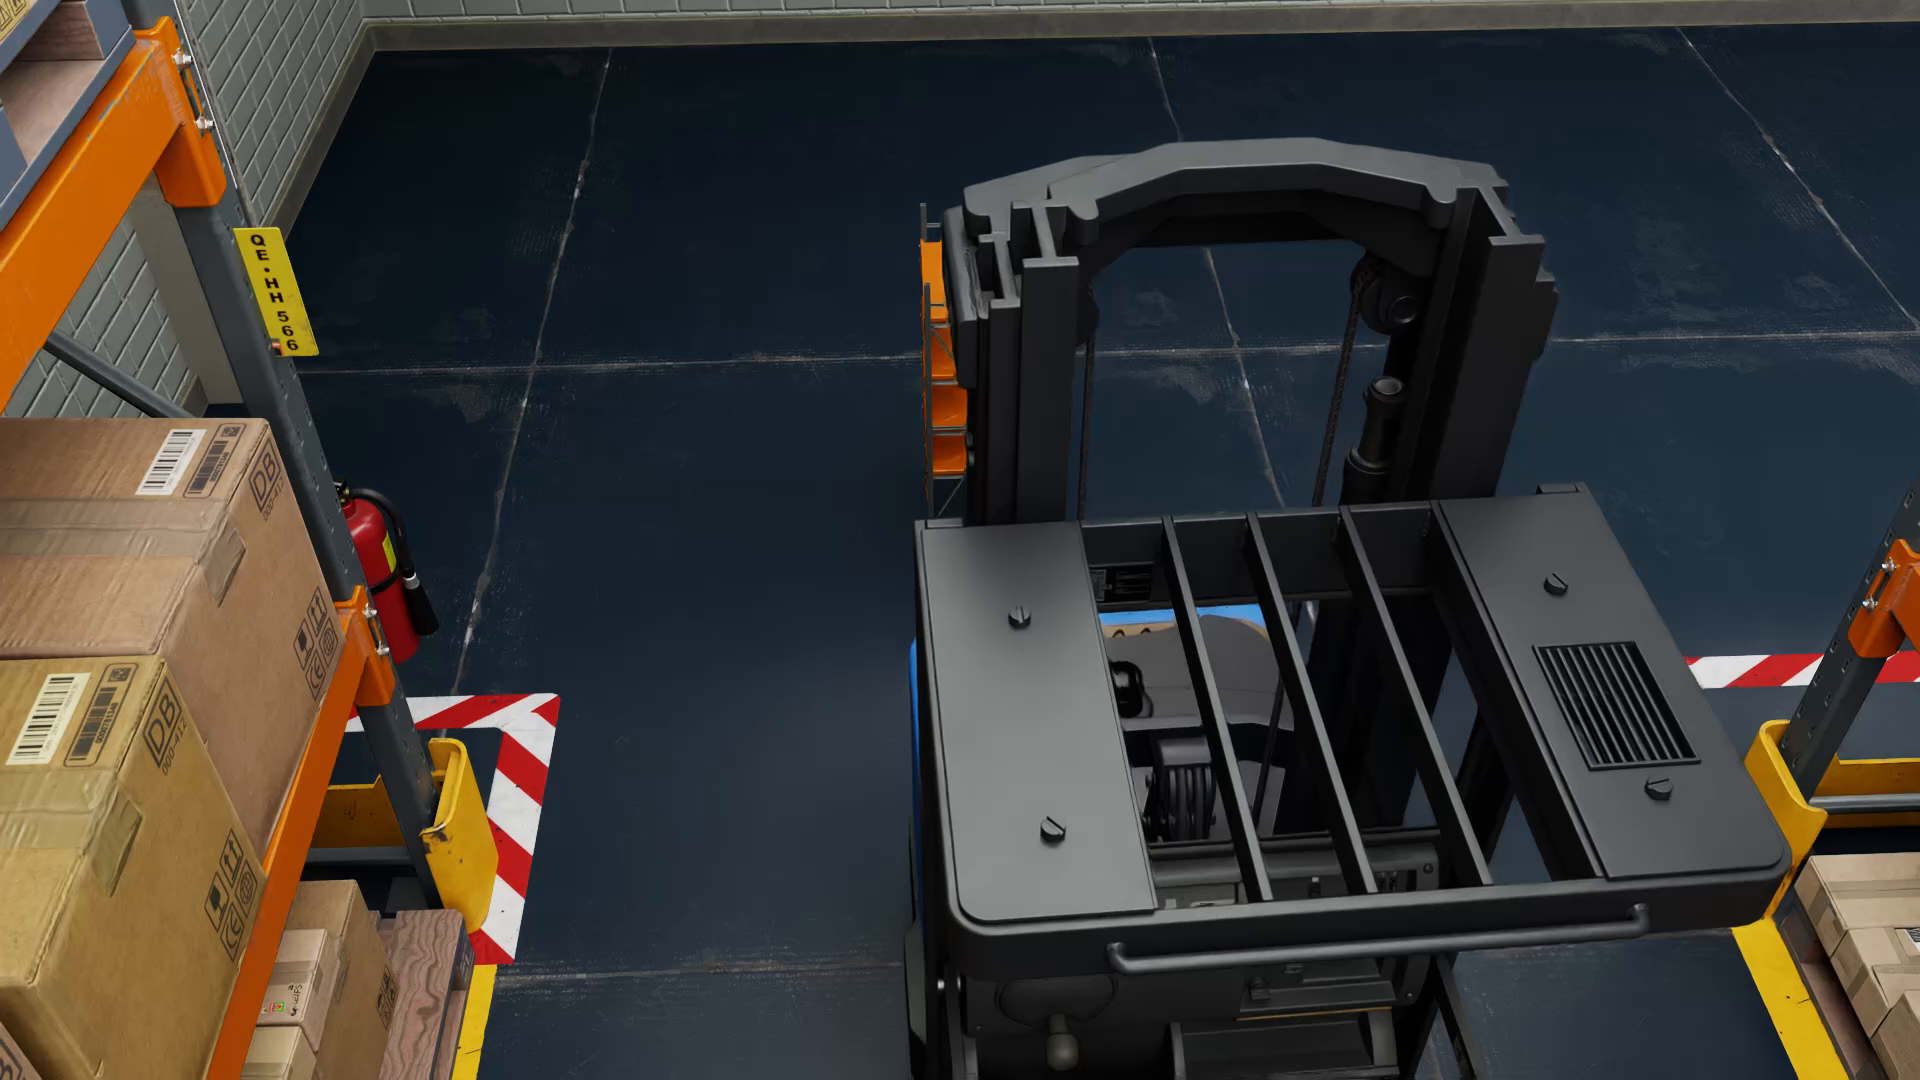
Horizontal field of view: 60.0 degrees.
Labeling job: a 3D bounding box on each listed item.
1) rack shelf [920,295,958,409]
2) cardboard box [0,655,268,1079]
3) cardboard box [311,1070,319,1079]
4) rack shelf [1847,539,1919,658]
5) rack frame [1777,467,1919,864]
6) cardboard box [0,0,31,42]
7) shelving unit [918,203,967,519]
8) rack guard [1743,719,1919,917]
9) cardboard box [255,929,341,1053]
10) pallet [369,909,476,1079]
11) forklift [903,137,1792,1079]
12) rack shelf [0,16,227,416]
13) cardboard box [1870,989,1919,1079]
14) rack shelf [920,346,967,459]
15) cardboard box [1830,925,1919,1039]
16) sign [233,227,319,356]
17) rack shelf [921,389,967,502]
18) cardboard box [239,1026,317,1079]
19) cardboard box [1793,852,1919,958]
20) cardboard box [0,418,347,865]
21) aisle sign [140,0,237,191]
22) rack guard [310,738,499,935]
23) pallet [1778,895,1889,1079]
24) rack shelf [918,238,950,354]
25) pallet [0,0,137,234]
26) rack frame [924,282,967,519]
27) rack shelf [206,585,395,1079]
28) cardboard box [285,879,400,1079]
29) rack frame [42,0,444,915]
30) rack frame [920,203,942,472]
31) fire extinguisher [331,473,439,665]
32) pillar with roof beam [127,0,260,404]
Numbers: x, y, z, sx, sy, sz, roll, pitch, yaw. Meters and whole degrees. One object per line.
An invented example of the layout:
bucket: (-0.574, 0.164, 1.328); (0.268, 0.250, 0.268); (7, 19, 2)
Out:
rack shelf: (-0.007, -0.669, 5.861); (0.258, 0.148, 0.480); (-2, 43, -2)
cardboard box: (-1.940, 0.715, 3.028); (0.980, 0.700, 0.700); (-2, 43, -2)
cardboard box: (-1.862, 1.565, 3.862); (0.700, 0.500, 0.500); (-2, 43, -2)
rack shelf: (3.021, 1.462, 2.968); (1.077, 0.370, 4.000); (-2, 43, -2)
rack frame: (2.936, -0.154, 4.198); (1.000, 3.000, 0.127); (-2, 43, -2)
cardboard box: (-1.717, -0.764, 2.370); (0.500, 0.250, 0.500); (0, 43, 0)
shelving unit: (-0.007, -0.554, 5.966); (0.258, 1.200, 0.503); (-2, 43, -2)
rack guard: (2.939, 0.819, 4.986); (1.175, 0.500, 0.348); (-2, 43, -2)
cardboard box: (-1.696, 1.070, 3.922); (0.380, 0.149, 0.250); (-2, 43, -2)
pallet: (-1.901, 1.557, 4.396); (1.003, 0.211, 1.213); (-2, 43, -2)
forklift: (0.492, 0.900, 3.099); (1.130, 2.935, 3.031); (-3, 43, -4)
rack shelf: (-1.928, 0.501, 1.796); (1.077, 0.370, 4.000); (-2, 43, -2)
cardboard box: (2.697, 1.411, 4.200); (0.500, 0.250, 0.500); (-2, 43, -2)
rack shelf: (-0.007, -0.504, 6.012); (0.258, 0.148, 0.480); (-2, 43, -2)
cardboard box: (2.621, 1.190, 4.503); (0.380, 0.166, 0.250); (-2, 43, -2)
sign: (-1.471, -0.529, 3.575); (0.100, 0.325, 0.005); (-2, 43, -2)
rack shelf: (-0.007, -0.358, 6.146); (0.258, 0.148, 0.480); (-2, 43, -2)
cardboard box: (-1.685, 1.242, 3.734); (0.380, 0.149, 0.250); (-1, 43, -1)
cardboard box: (2.610, 1.028, 4.693); (0.380, 0.149, 0.250); (-2, 43, -2)
cardboard box: (-1.982, 0.225, 3.563); (0.980, 0.700, 0.700); (0, 43, 0)
aisle sign: (-1.717, -1.024, 3.224); (0.394, 0.787, 0.004); (-2, 43, -2)
rack guard: (-2.014, 0.896, 4.902); (1.175, 0.500, 0.348); (-2, 43, -2)
pallet: (2.974, 1.464, 4.497); (1.003, 0.211, 1.213); (-2, 43, -2)
rack shelf: (-0.007, -0.844, 5.701); (0.258, 0.148, 0.480); (-2, 43, -2)
pallet: (-1.971, -0.581, 2.510); (1.003, 0.211, 1.213); (-2, 43, -2)
rack frame: (0.003, -0.389, 5.787); (0.240, 1.200, 0.015); (-2, 43, -2)
rack shelf: (-1.928, 1.607, 2.810); (1.077, 0.370, 4.000); (-2, 43, -2)
cardboard box: (-1.884, 1.228, 4.230); (0.700, 0.500, 0.500); (-2, 43, -2)
rack frame: (-2.013, -0.009, 4.040); (1.000, 3.000, 0.127); (-2, 43, -2)
rack frame: (-0.017, -0.719, 6.146); (0.240, 1.200, 0.015); (-2, 43, -2)
fire extinguisher: (-1.559, 0.042, 4.317); (0.296, 0.674, 0.183); (-2, 43, -2)
pillar with roof beam: (1.309, -4.142, 4.109); (9.100, 9.000, 0.400); (-2, 43, -2)
